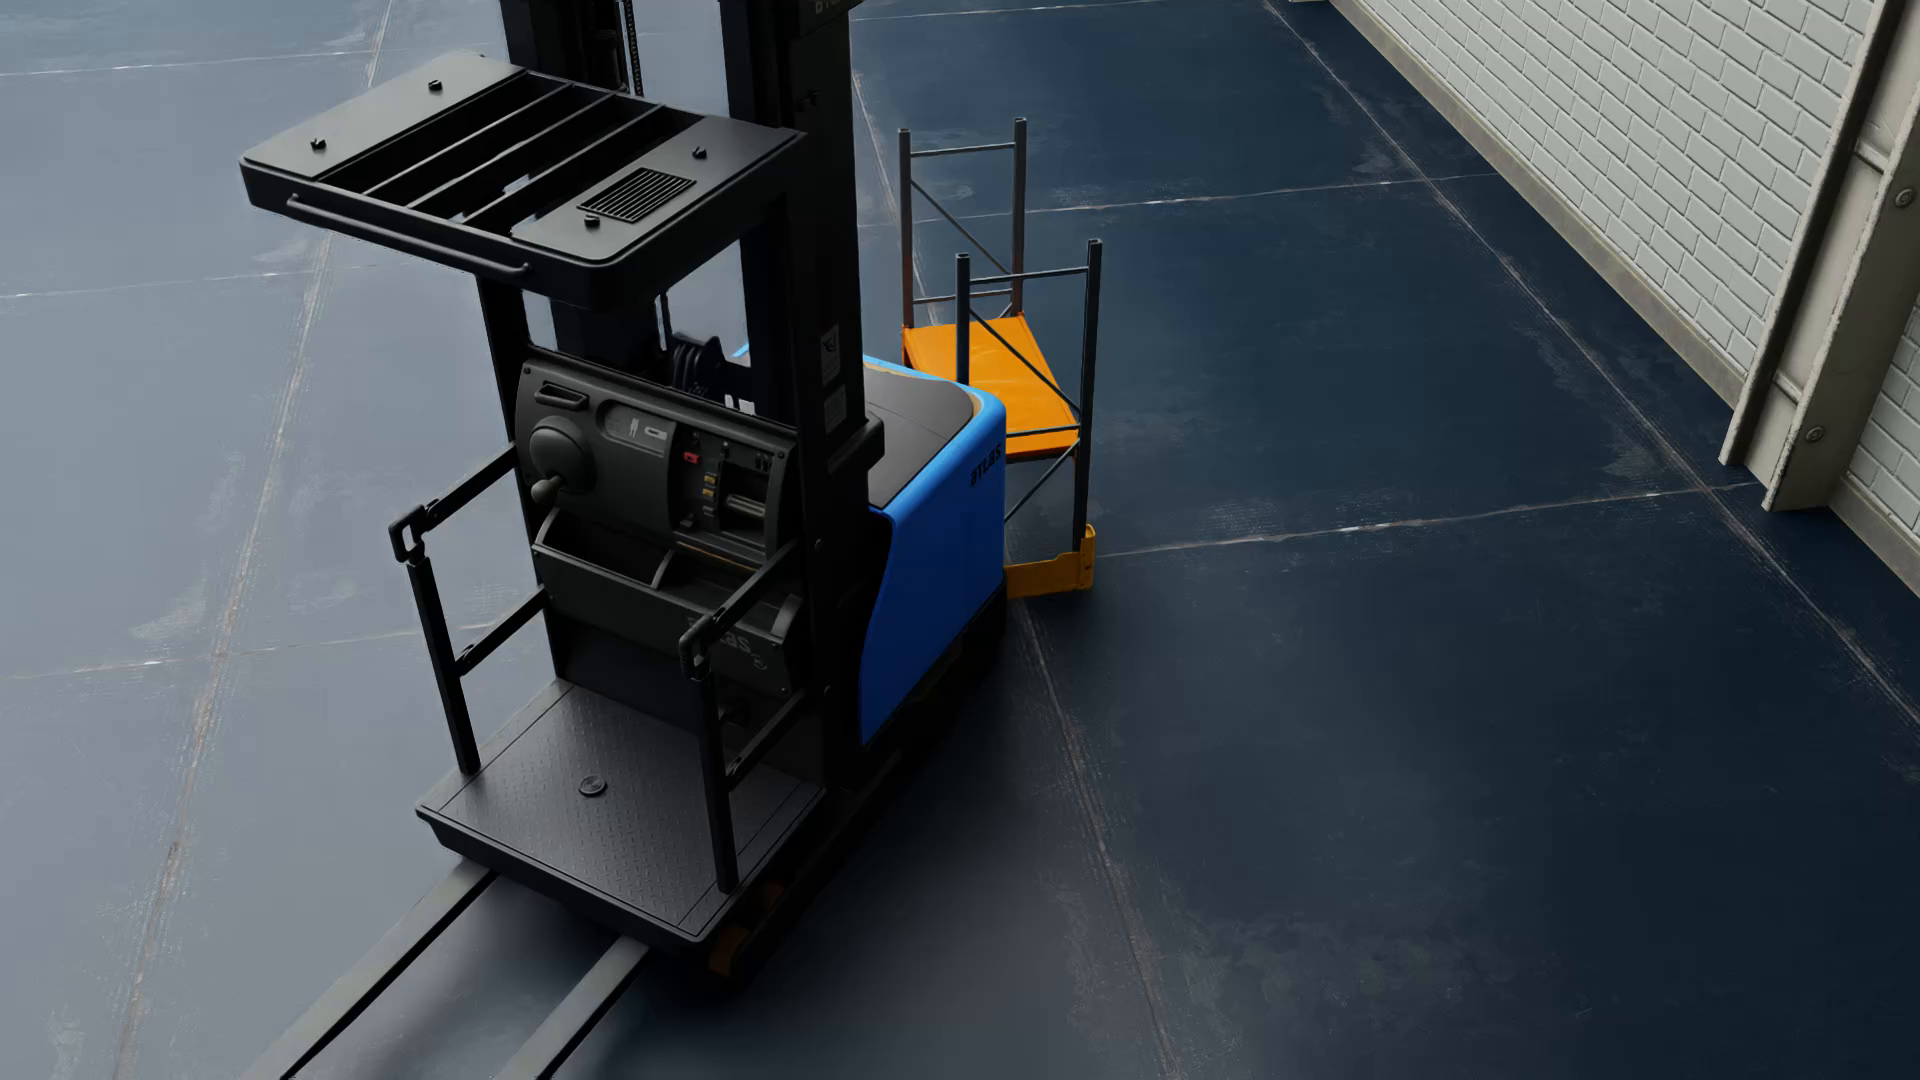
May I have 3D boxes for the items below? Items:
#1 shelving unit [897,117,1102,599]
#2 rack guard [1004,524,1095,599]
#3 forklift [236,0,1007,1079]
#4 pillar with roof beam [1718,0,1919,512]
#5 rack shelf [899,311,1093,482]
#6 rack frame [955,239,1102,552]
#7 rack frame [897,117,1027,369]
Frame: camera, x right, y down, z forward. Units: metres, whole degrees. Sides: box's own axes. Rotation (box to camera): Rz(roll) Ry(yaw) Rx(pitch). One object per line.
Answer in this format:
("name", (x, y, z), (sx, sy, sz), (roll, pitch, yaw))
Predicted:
("shelving unit", (0.119, -0.693, 6.420), (0.587, 1.500, 1.083), (-8, 39, -10))
("rack guard", (0.228, 0.098, 6.420), (0.587, 0.250, 0.087), (-8, 39, -10))
("forklift", (-0.981, -0.149, 4.553), (1.130, 2.935, 3.031), (19, 42, 22))
("pillar with roof beam", (-0.770, -3.342, 3.717), (9.100, 9.000, 0.400), (-6, 38, -8))
("rack shelf", (0.121, -0.546, 6.523), (0.538, 0.185, 1.000), (-8, 39, -10))
("rack frame", (0.232, -0.384, 6.021), (0.500, 1.500, 0.032), (-8, 39, -10))
("rack frame", (0.009, -0.992, 6.805), (0.500, 1.500, 0.032), (-8, 39, -10))
